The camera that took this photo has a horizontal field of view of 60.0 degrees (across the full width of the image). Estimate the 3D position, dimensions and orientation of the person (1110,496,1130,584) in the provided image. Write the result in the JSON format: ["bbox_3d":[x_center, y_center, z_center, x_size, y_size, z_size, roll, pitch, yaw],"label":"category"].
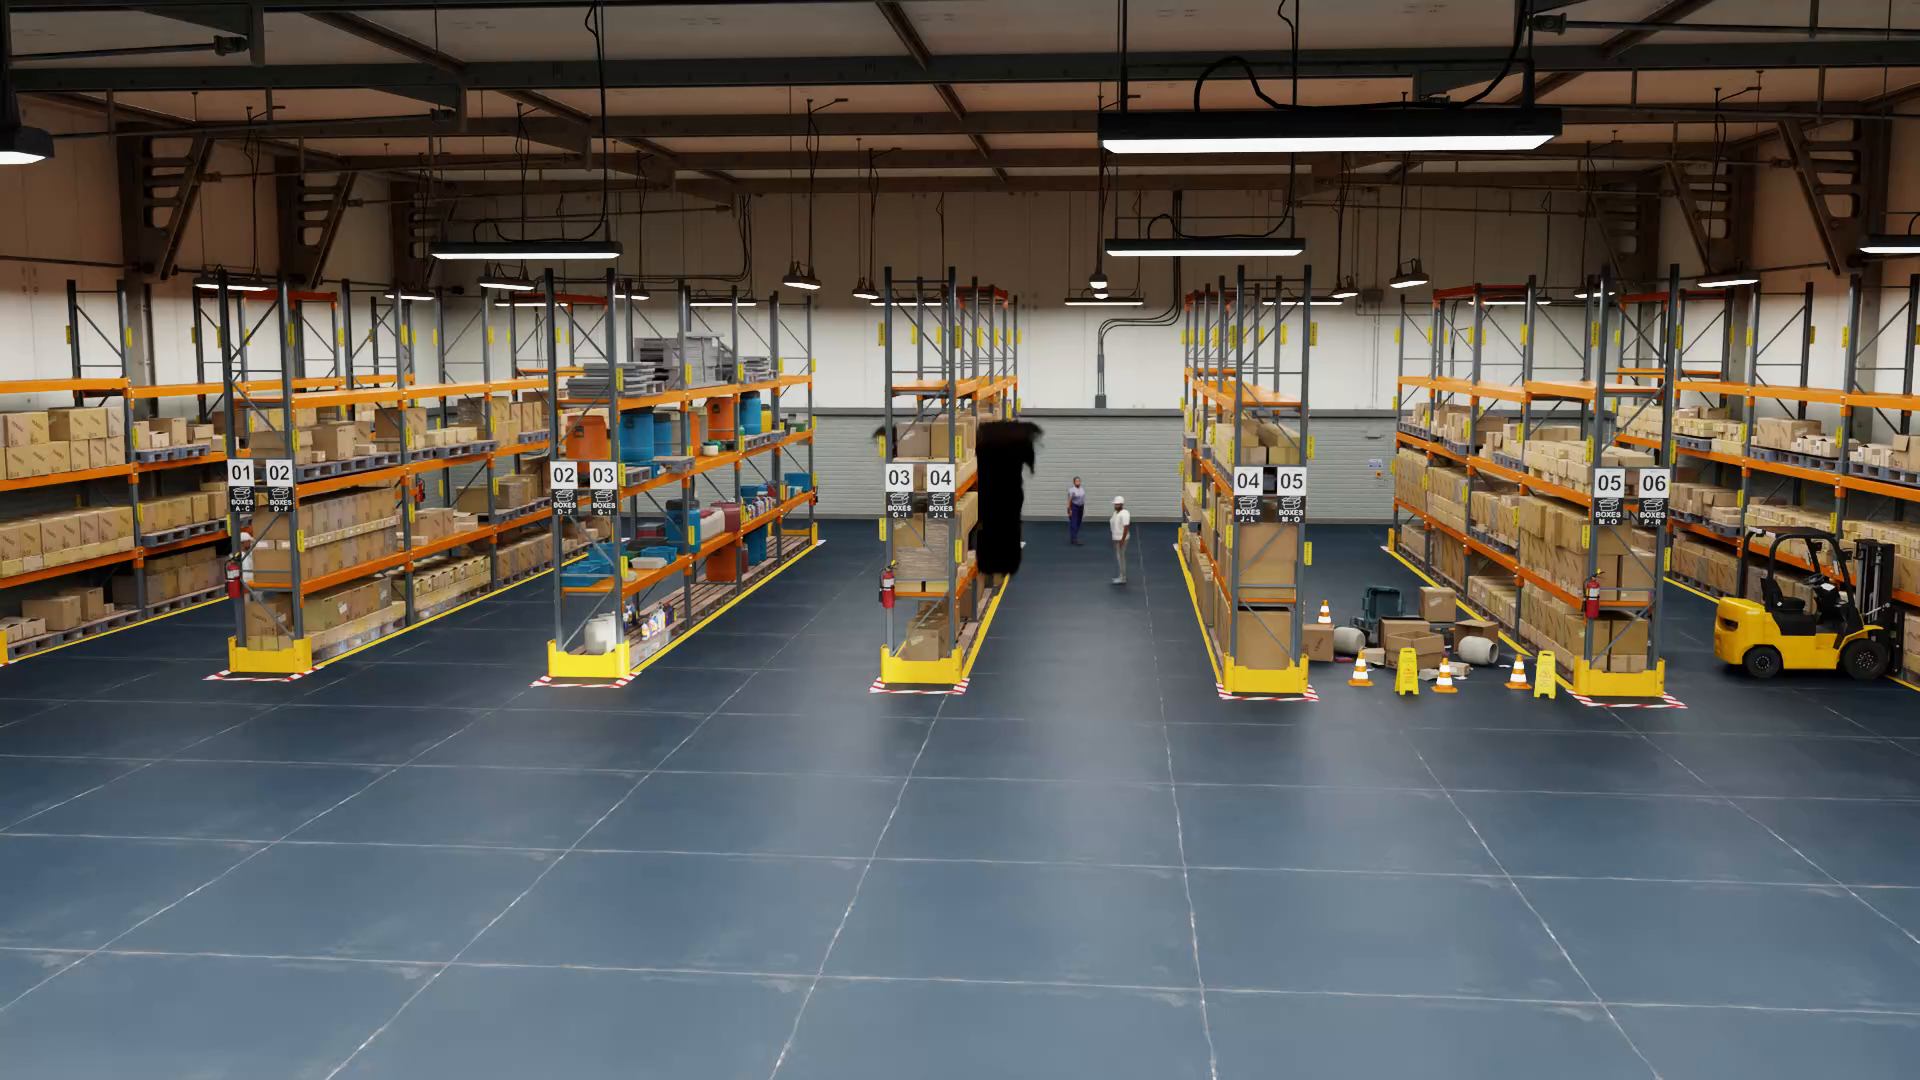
[{"bbox_3d":[3.250,-0.009,33.961,0.360,1.768,0.596,-2,7,-13],"label":"person"}]

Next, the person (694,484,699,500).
[{"bbox_3d":[-6.461,-0.635,39.954,0.373,1.614,0.457,3,8,25],"label":"person"}]

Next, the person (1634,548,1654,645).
[{"bbox_3d":[11.178,0.929,27.147,0.454,1.572,0.590,-5,9,-37],"label":"person"}]

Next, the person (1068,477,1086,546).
[{"bbox_3d":[2.870,-0.713,40.447,0.519,1.660,0.548,-7,10,-43],"label":"person"}]

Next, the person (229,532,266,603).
[{"bbox_3d":[-11.866,0.778,27.746,0.466,1.825,0.623,5,9,36],"label":"person"}]
